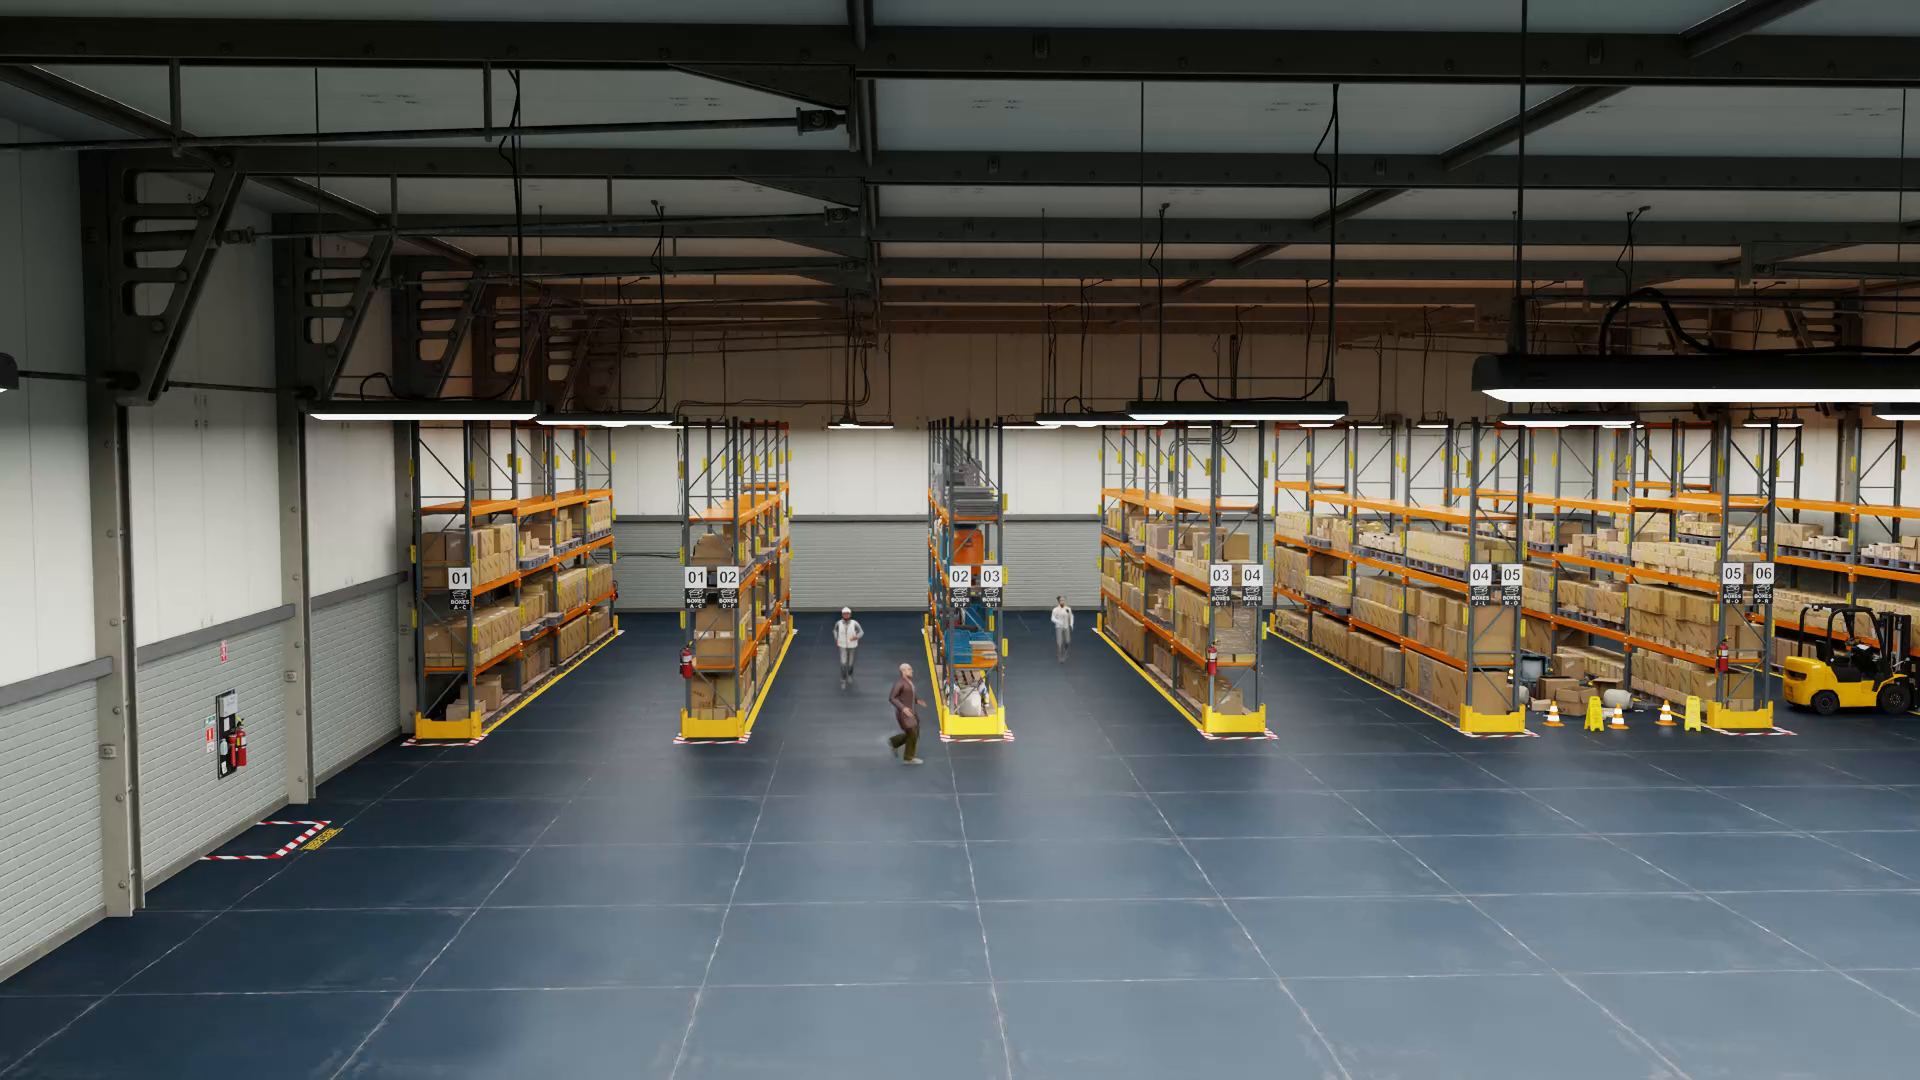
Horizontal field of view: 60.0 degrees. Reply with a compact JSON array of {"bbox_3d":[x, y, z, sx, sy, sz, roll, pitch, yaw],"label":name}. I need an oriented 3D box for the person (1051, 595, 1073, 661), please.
[{"bbox_3d":[2.561,2.197,41.218,0.595,1.660,0.584,0,4,-6],"label":"person"}]

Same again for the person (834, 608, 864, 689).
[{"bbox_3d":[-2.496,2.419,37.260,0.686,1.836,0.730,0,4,0],"label":"person"}]

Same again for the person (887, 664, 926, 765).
[{"bbox_3d":[-0.966,2.985,28.599,0.724,1.735,0.704,2,4,23],"label":"person"}]
